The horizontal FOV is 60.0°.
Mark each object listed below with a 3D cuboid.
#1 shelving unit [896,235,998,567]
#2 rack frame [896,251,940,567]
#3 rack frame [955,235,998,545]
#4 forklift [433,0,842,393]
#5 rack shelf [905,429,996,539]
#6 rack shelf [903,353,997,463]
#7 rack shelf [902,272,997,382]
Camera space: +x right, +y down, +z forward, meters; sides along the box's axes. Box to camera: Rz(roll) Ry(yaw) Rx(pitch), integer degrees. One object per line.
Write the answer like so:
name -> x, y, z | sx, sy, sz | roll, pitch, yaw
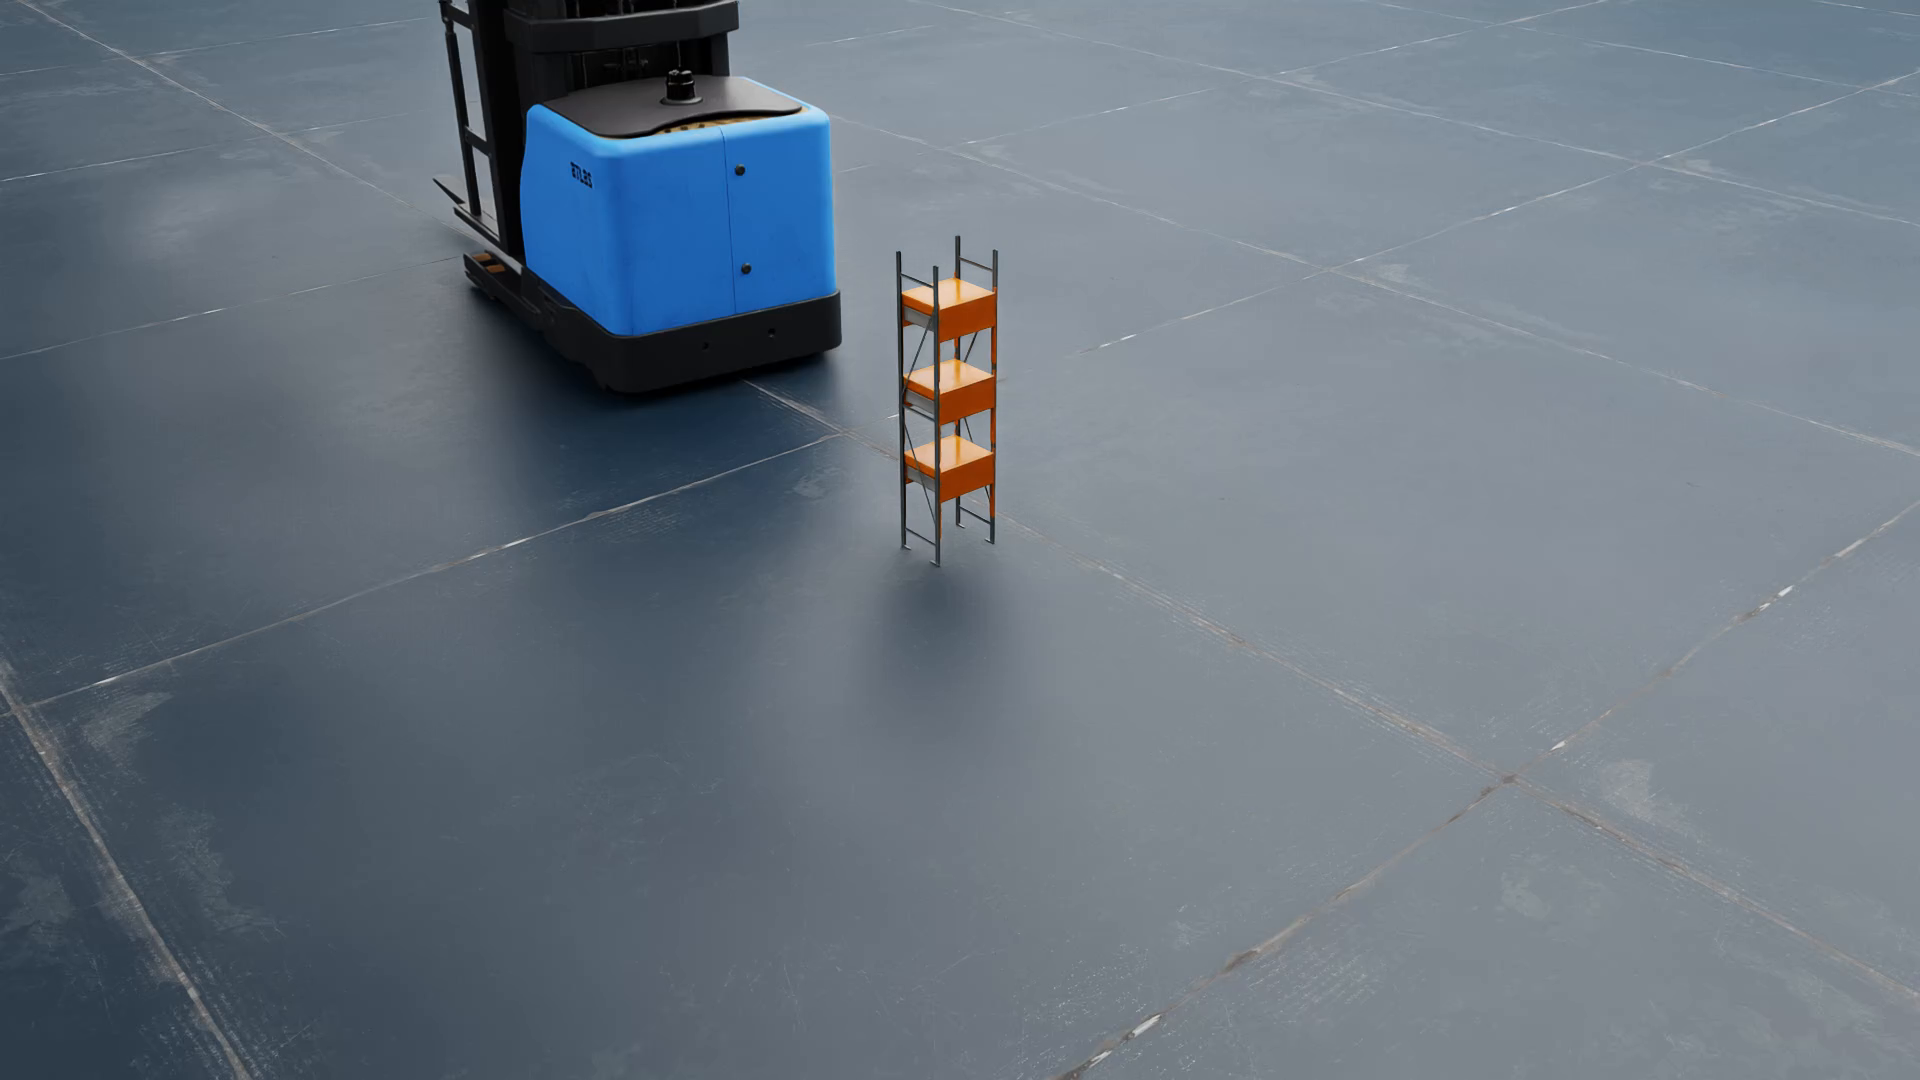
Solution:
shelving unit -> -0.041, -0.447, 5.472 | 0.252, 1.050, 0.215 | -22, 35, -35
rack frame -> -0.134, -0.409, 5.402 | 0.008, 1.050, 0.200 | -22, 35, -35
rack frame -> 0.052, -0.484, 5.542 | 0.008, 1.050, 0.200 | -22, 35, -35
forklift -> -1.730, -2.536, 7.387 | 1.130, 2.935, 3.031 | -17, 32, -28
rack shelf -> -0.041, -0.192, 5.608 | 0.240, 0.259, 0.215 | -22, 35, -35
rack shelf -> -0.041, -0.437, 5.477 | 0.240, 0.259, 0.215 | -22, 35, -35
rack shelf -> -0.041, -0.688, 5.343 | 0.240, 0.259, 0.215 | -22, 35, -35
